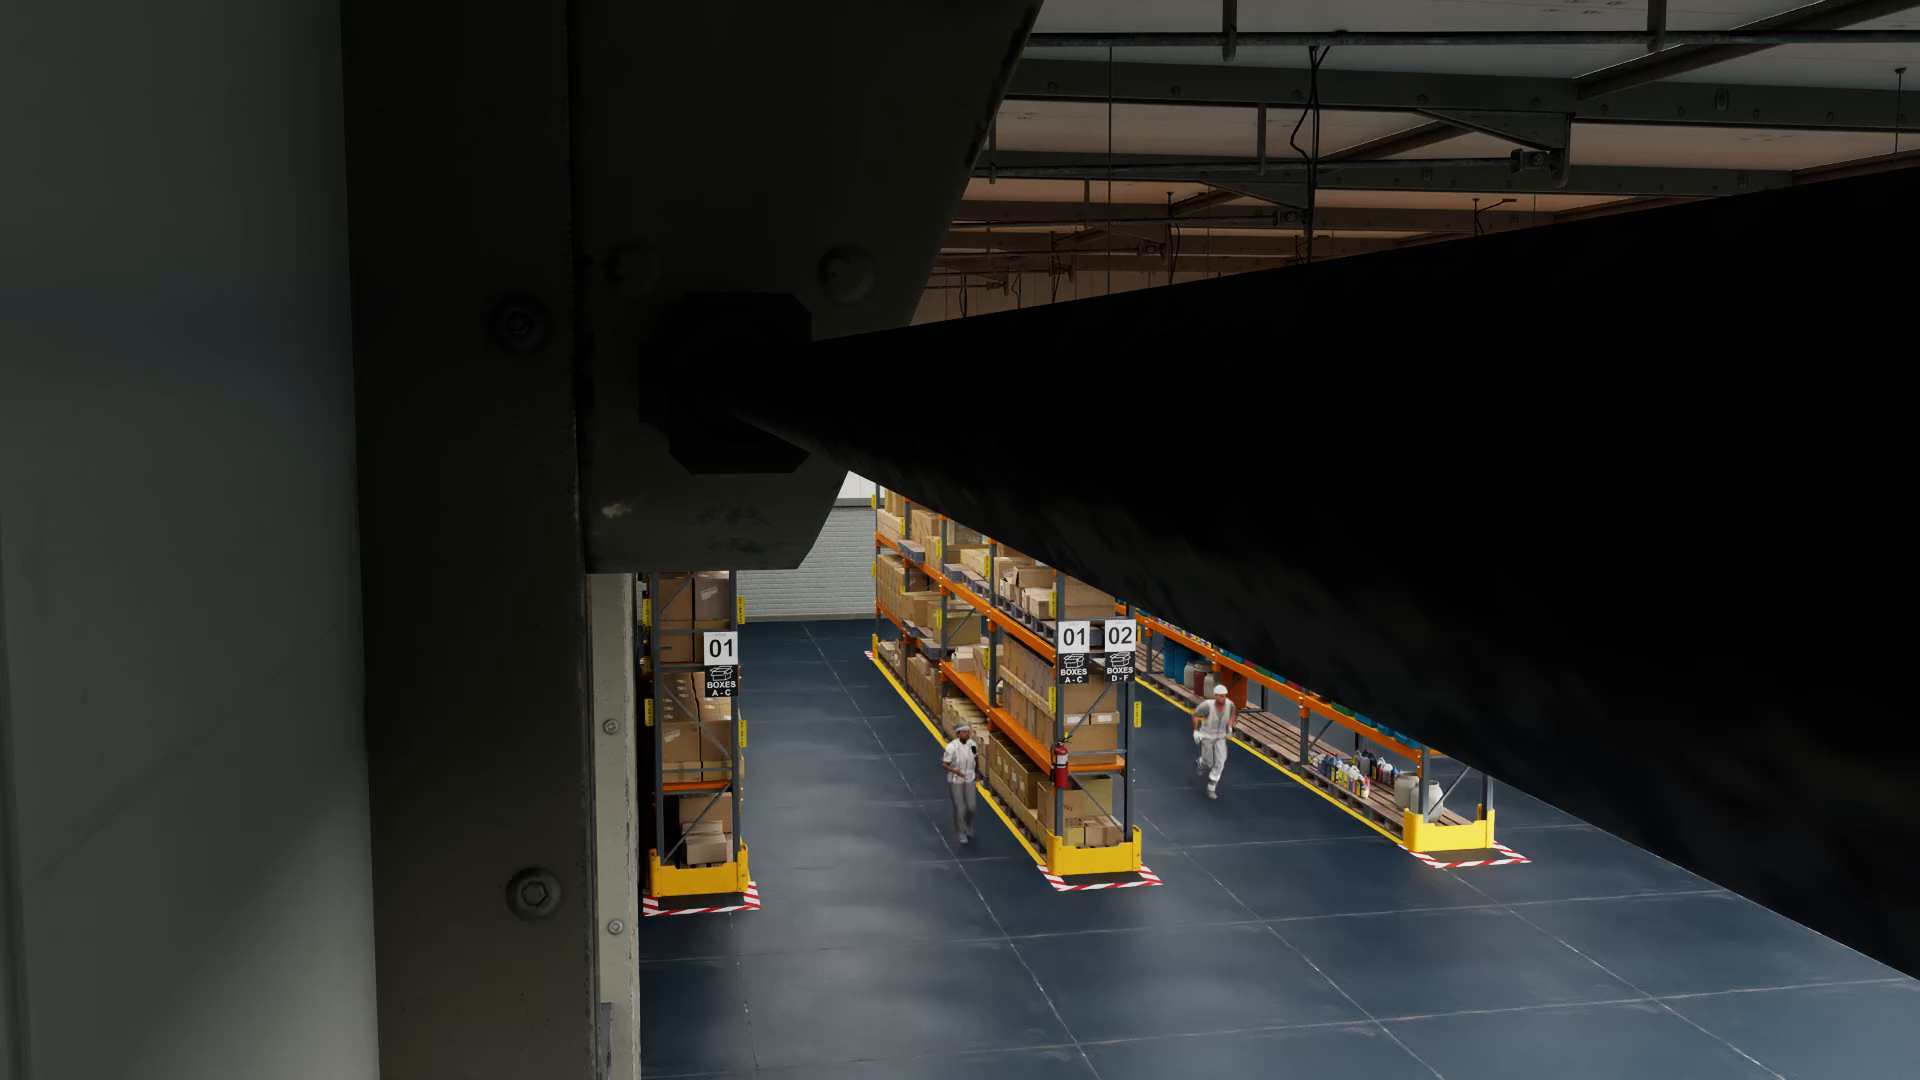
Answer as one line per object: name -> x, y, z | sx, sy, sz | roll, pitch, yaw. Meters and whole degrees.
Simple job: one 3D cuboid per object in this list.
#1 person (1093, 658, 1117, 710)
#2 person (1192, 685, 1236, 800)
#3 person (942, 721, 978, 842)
person -> 2.392, 2.551, 28.438 | 0.687, 1.827, 0.876 | -3, 6, -23
person -> 3.760, 2.960, 24.785 | 0.657, 1.717, 0.887 | -2, 6, -19
person -> 0.045, 3.227, 22.163 | 0.558, 1.667, 0.569 | -2, 6, -18
